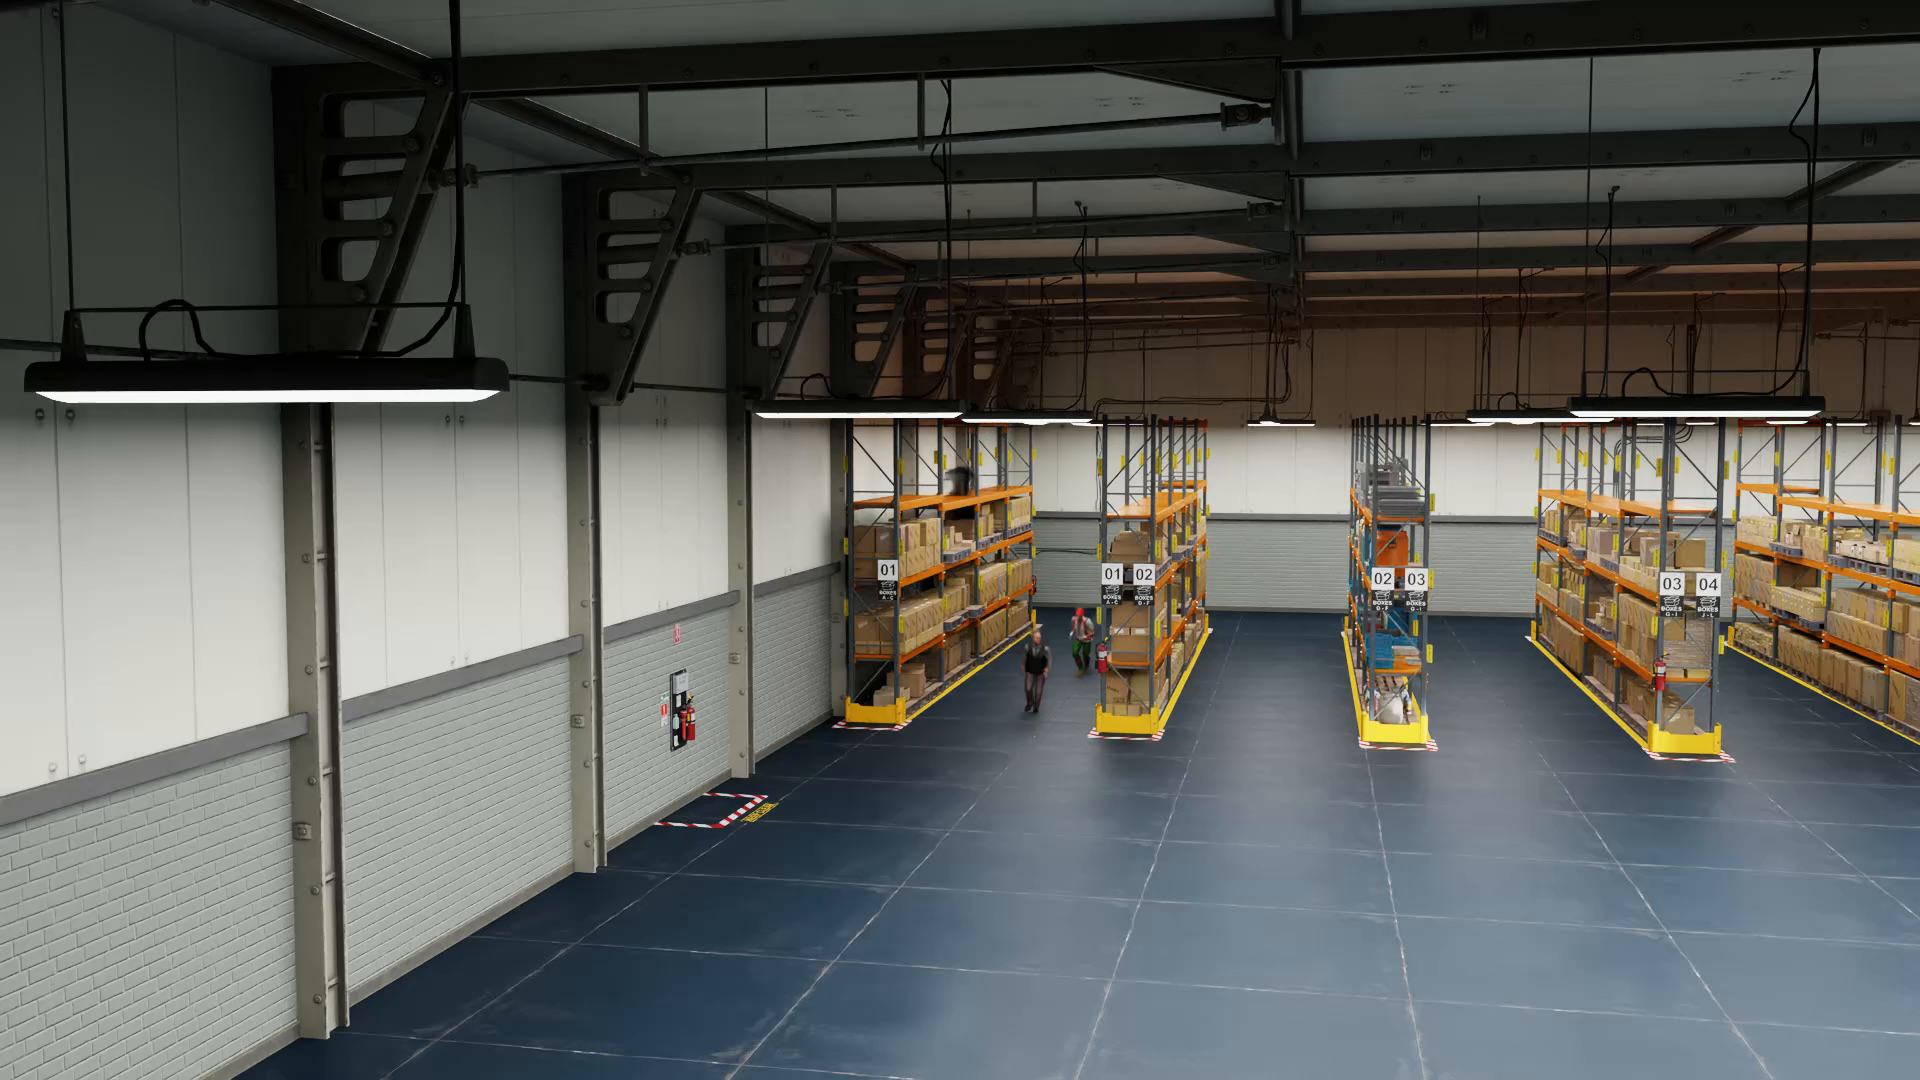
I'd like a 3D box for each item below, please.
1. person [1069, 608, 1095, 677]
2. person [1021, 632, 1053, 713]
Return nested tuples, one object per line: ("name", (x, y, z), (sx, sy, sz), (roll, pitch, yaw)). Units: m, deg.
("person", (2.883, 2.348, 38.724), (0.679, 1.607, 1.121), (1, 4, 21))
("person", (1.531, 2.663, 33.219), (0.651, 1.664, 0.782), (0, 4, 5))
